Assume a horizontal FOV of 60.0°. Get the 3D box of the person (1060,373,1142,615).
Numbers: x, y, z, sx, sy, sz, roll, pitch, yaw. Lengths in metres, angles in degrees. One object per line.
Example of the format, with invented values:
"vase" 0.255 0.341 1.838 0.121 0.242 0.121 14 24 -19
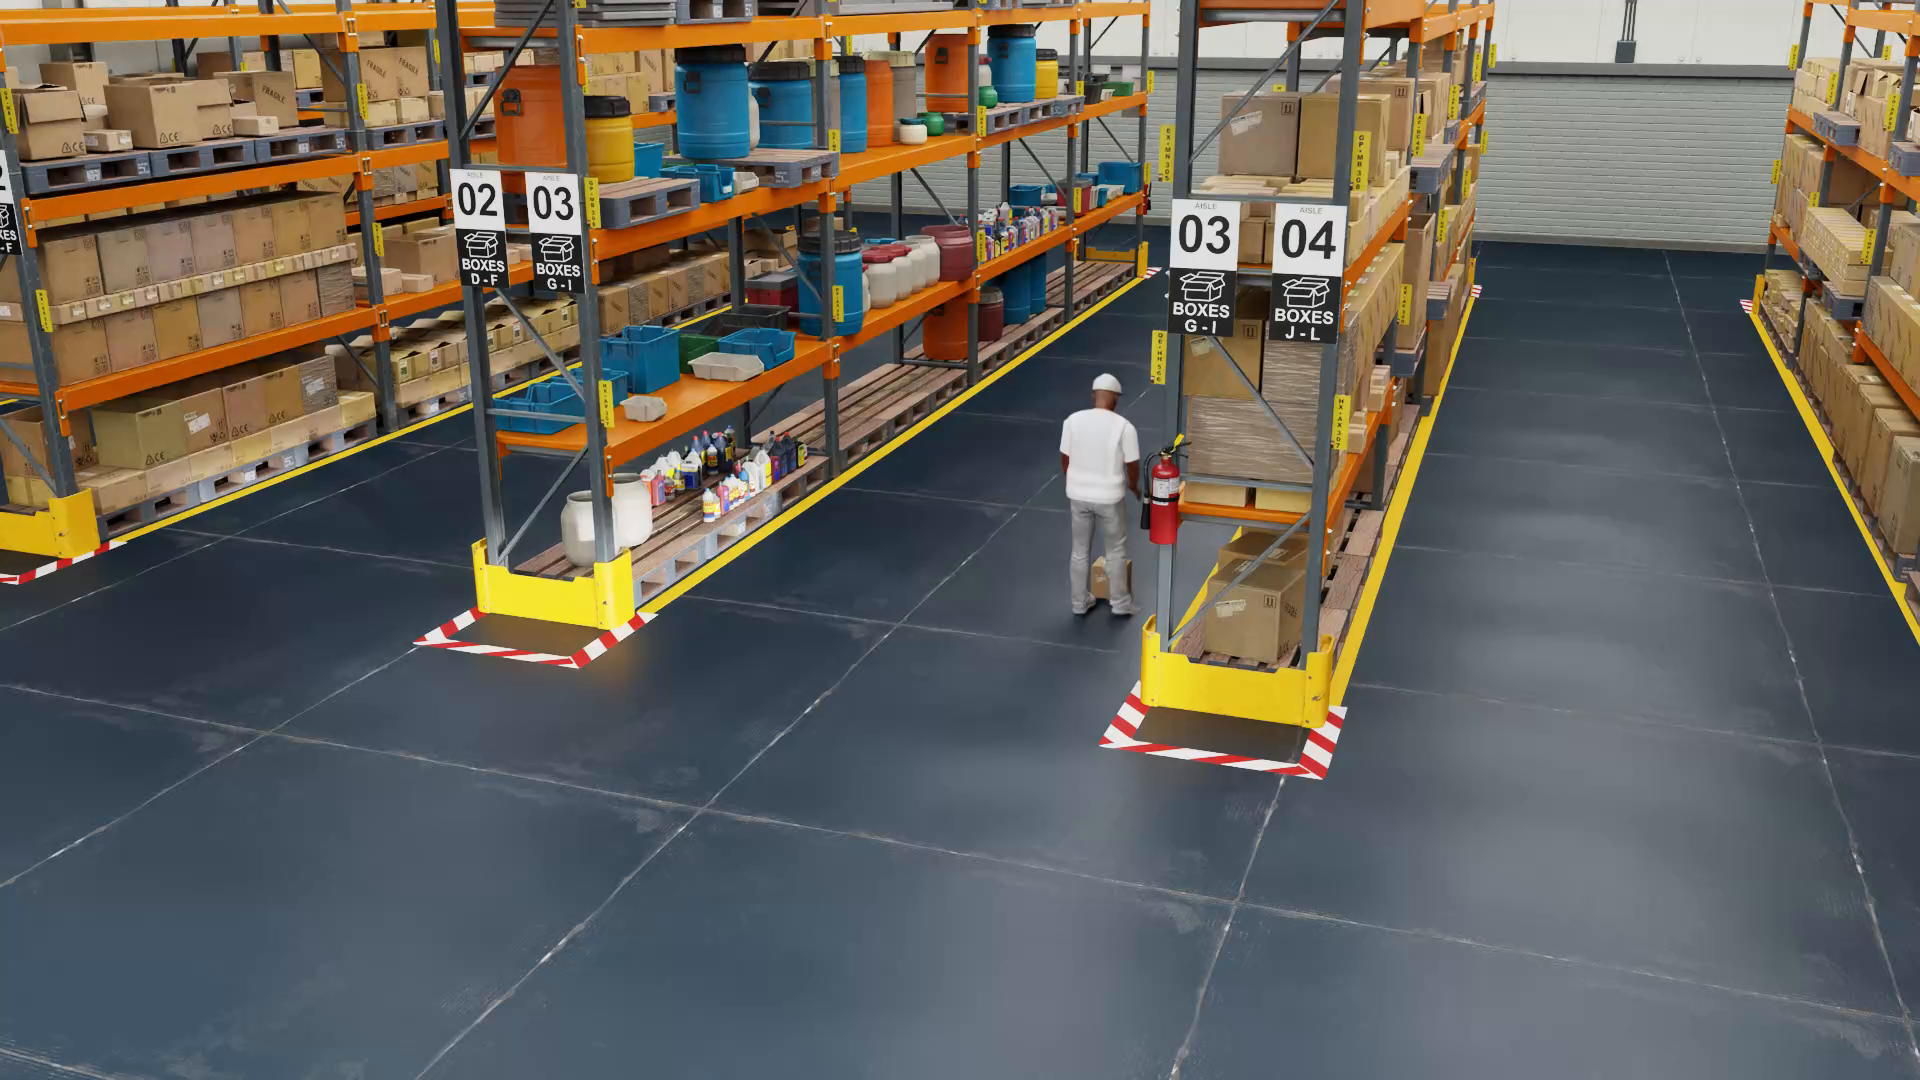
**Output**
"person" 1.018 -0.308 11.965 0.597 1.792 0.511 7 20 21
